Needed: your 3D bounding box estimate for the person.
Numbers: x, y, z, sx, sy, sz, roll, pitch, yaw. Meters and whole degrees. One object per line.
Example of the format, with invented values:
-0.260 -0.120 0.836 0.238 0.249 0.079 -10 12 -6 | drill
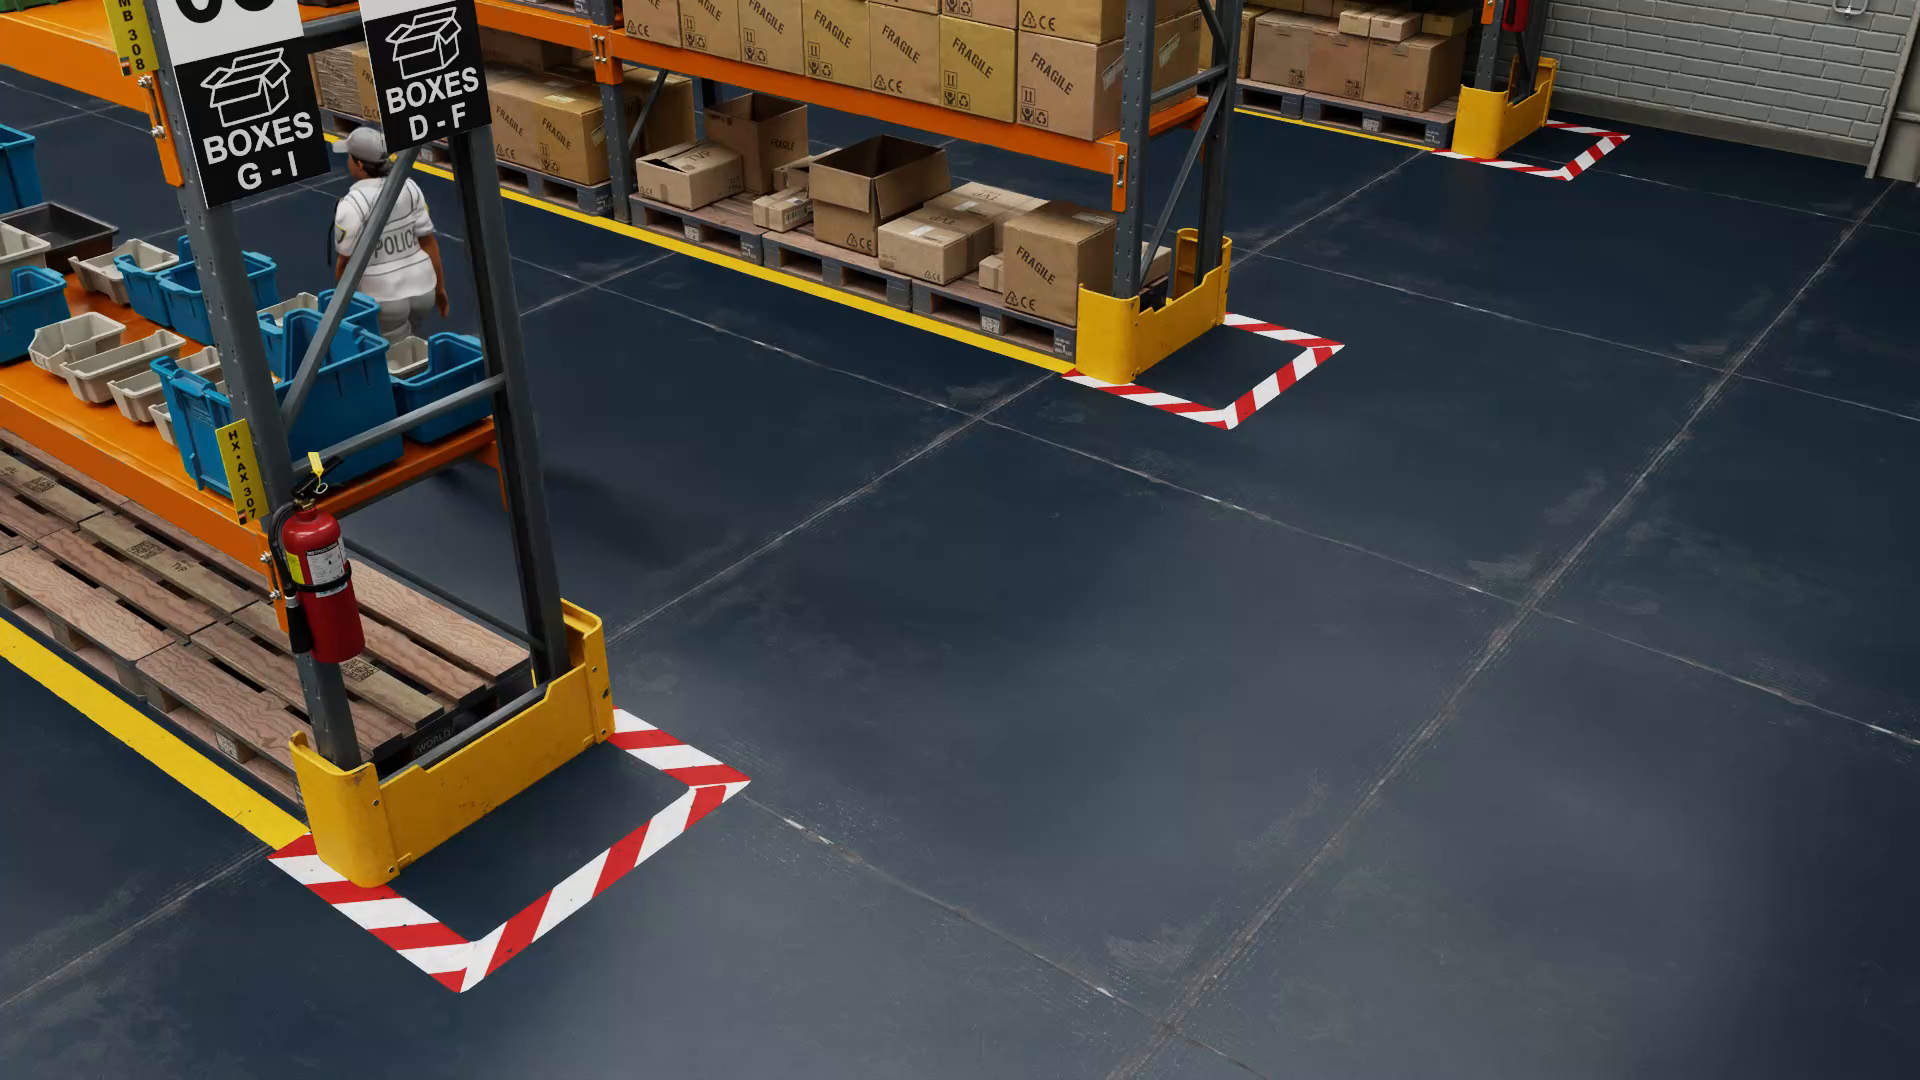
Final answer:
-2.789 -1.152 8.070 0.654 1.724 0.496 17 35 26 | person
